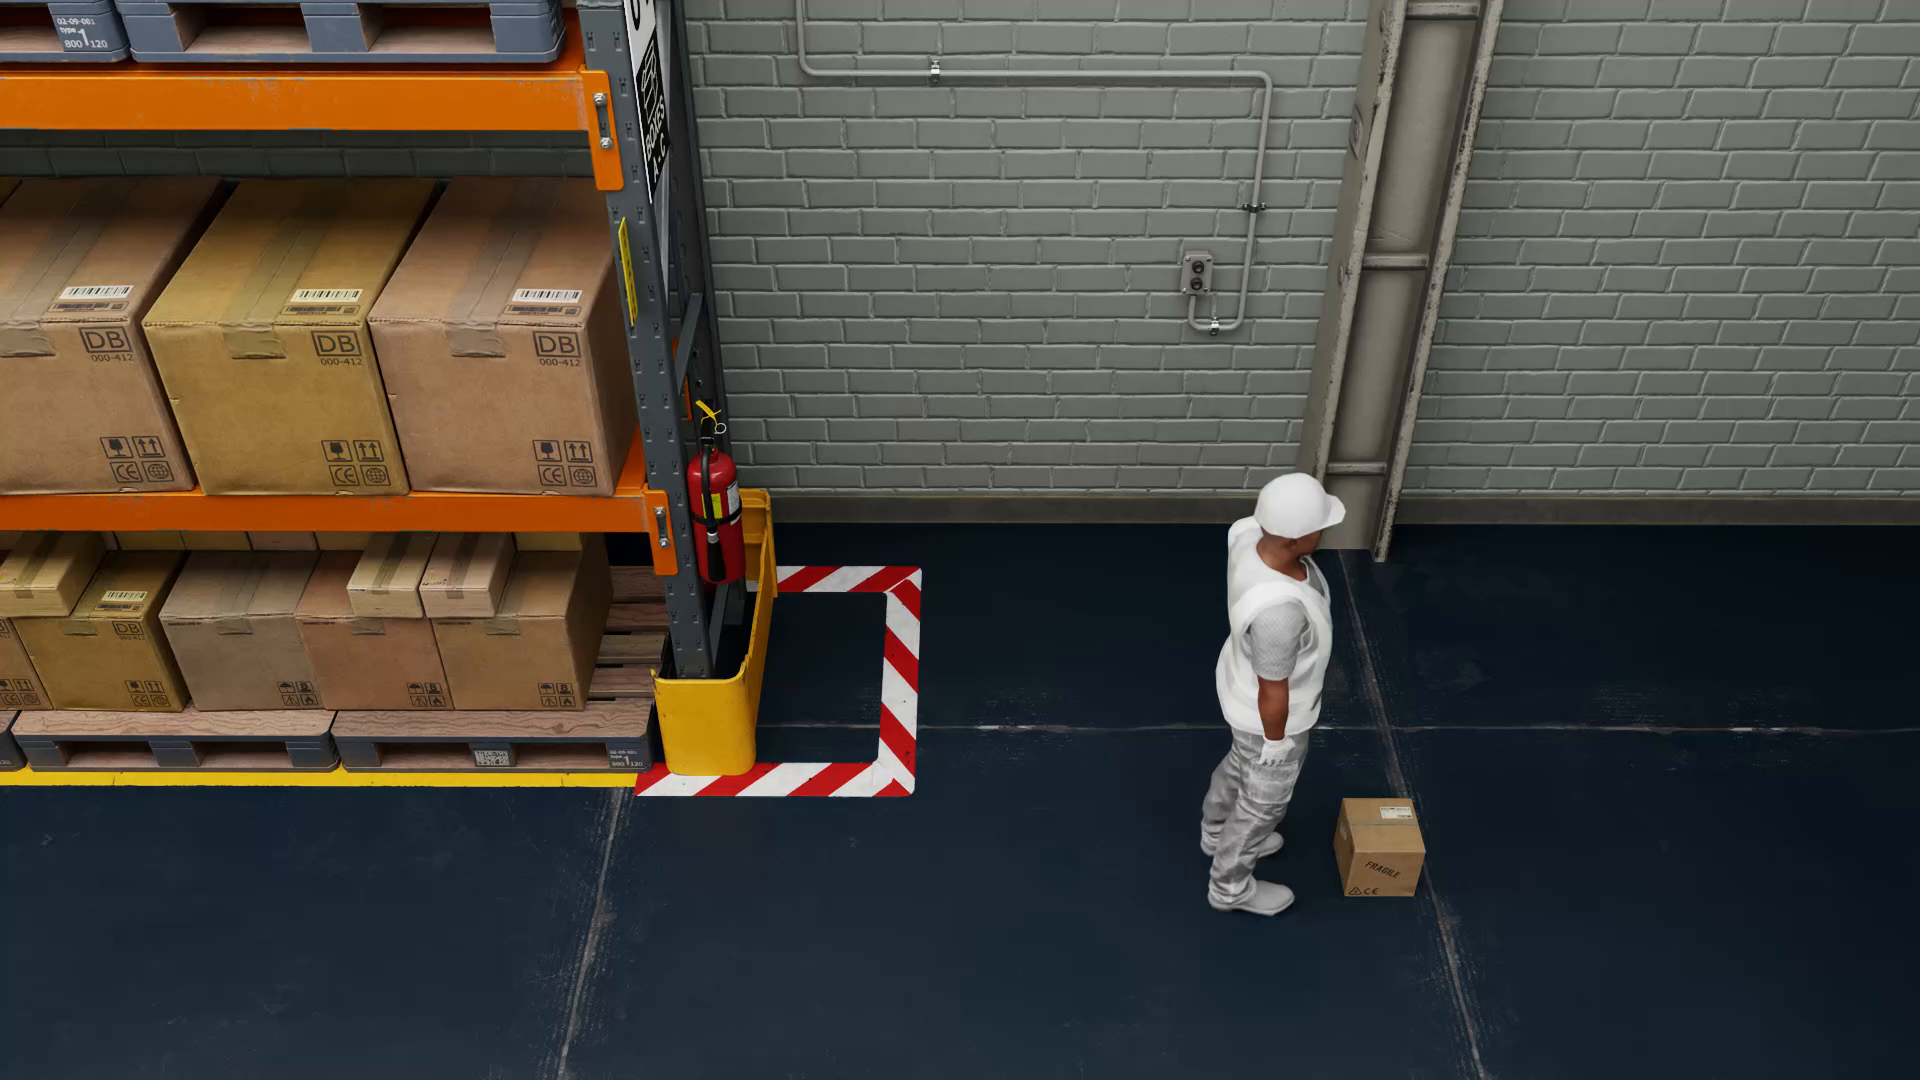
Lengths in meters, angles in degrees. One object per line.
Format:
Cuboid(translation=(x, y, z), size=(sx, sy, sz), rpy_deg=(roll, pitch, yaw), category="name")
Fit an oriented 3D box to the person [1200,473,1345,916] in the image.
Cuboid(translation=(1.019, 0.509, 5.516), size=(0.359, 1.780, 0.545), rpy_deg=(1, 39, 1), category="person")
